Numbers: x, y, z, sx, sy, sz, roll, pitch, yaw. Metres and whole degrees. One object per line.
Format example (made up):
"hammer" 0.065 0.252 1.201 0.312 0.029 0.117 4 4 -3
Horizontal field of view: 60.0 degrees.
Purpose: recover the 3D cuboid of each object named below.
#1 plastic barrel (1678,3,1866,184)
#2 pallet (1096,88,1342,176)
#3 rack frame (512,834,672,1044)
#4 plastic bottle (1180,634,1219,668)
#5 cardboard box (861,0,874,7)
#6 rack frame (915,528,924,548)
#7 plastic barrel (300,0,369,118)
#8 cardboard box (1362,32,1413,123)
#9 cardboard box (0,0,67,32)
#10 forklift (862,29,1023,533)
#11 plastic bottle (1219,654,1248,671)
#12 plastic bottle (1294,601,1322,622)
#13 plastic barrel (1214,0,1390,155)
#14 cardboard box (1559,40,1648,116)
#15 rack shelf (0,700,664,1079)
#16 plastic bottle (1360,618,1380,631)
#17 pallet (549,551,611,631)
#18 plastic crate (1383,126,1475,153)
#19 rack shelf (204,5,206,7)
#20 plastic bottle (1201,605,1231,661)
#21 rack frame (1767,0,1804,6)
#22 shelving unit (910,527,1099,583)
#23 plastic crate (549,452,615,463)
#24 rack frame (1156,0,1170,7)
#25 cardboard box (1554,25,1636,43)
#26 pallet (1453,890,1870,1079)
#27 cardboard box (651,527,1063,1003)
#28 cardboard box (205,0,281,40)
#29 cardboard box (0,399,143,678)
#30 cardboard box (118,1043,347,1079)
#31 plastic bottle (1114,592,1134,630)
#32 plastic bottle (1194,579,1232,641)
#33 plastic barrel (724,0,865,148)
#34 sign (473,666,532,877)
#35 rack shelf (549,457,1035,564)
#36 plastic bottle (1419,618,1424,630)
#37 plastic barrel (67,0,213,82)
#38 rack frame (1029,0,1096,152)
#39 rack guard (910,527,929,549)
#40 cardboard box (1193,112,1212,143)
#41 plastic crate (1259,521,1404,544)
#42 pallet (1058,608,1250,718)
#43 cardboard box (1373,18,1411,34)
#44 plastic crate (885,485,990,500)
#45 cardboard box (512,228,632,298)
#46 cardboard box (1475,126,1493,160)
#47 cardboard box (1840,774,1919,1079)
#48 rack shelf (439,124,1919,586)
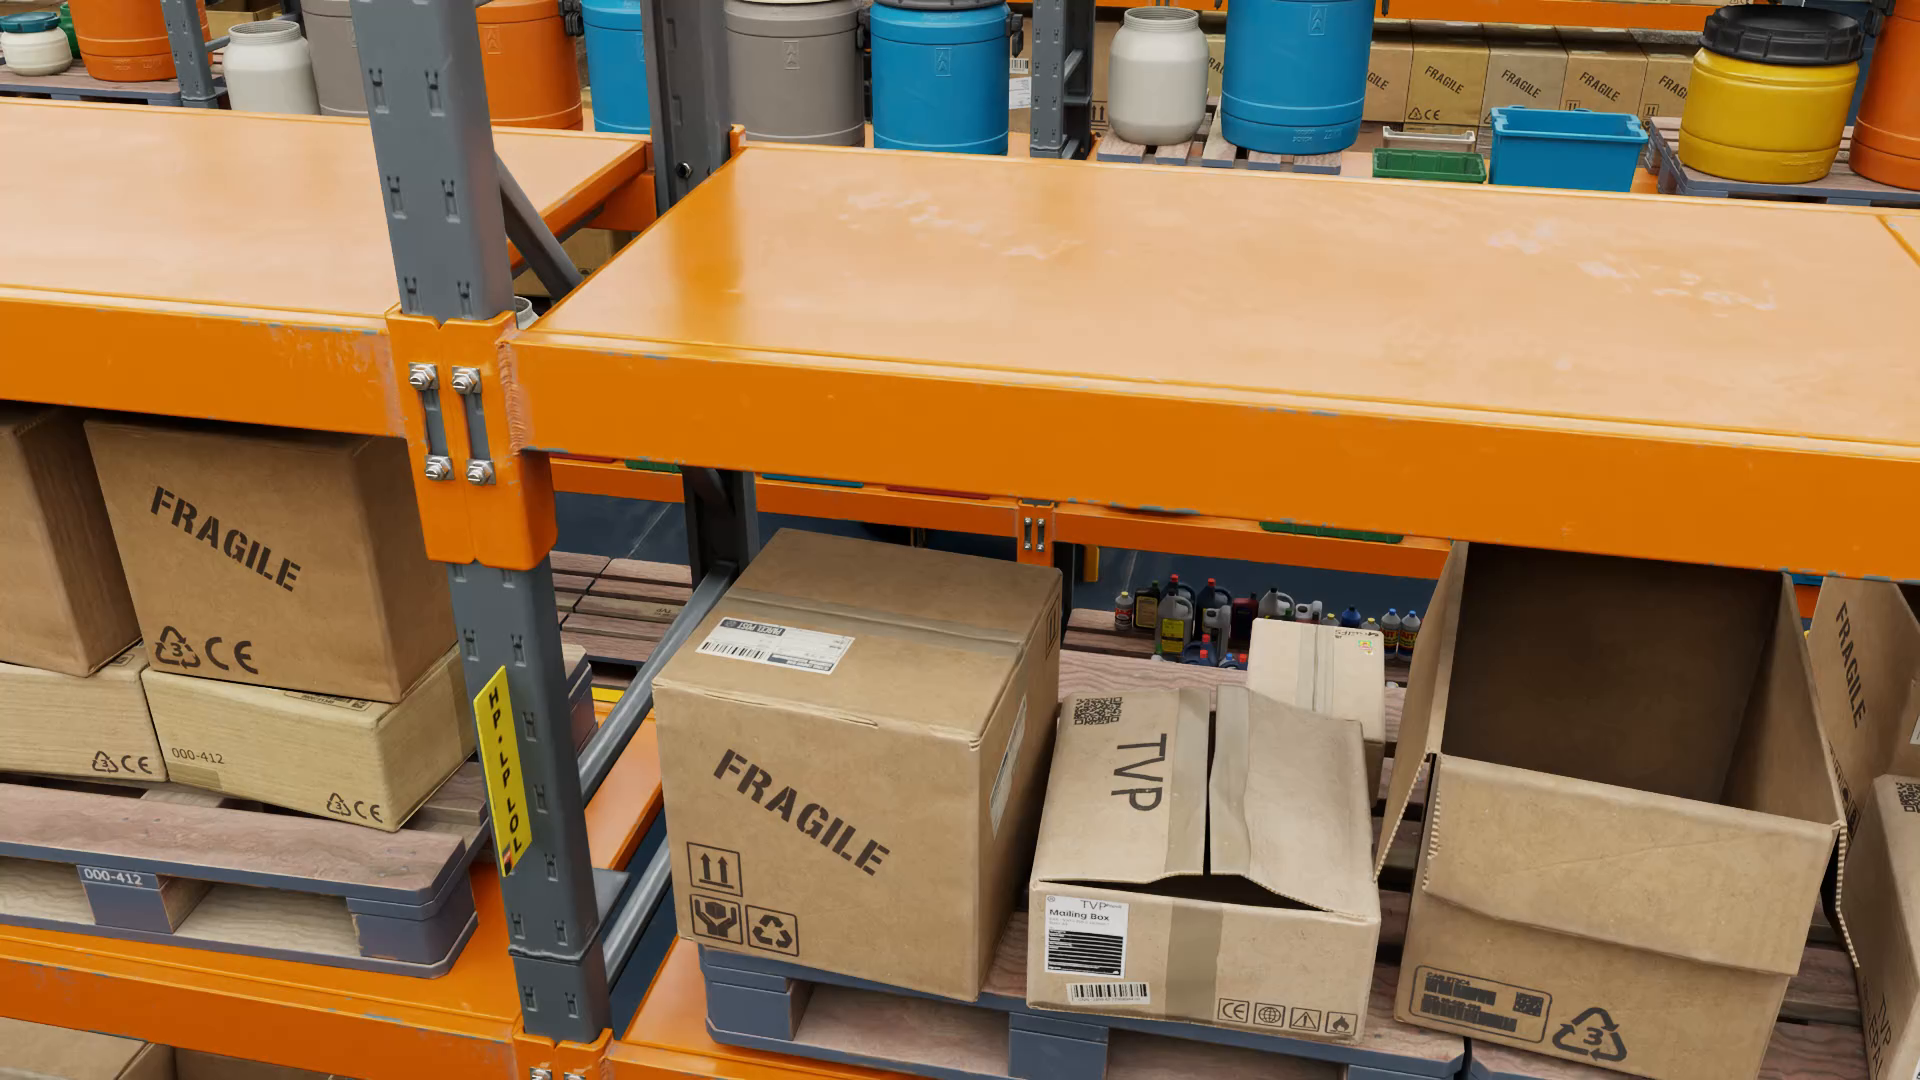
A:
"plastic barrel" 3.229 -1.788 6.635 0.600 0.588 0.600 0 29 0
"pallet" 1.184 -1.758 7.411 1.003 0.211 1.213 6 29 11
"rack frame" -0.580 1.774 3.886 0.127 3.000 1.000 6 29 11
"plastic bottle" 1.191 0.625 8.285 0.185 0.351 0.144 6 29 11
"cardboard box" -0.902 -5.470 17.014 0.500 0.500 0.500 6 29 11
"rack frame" -0.244 -0.516 9.631 0.032 1.500 0.500 -2 29 -3
"plastic barrel" -2.696 -2.304 7.690 0.600 0.901 0.600 0 29 0
"cardboard box" 2.858 -3.227 11.565 0.500 0.500 0.500 6 29 11
"cardboard box" -7.736 -4.345 14.128 0.500 0.500 0.500 5 29 9
"forklift" -0.513 -2.021 10.889 1.130 2.935 3.031 -9 30 -16
"plastic bottle" 1.346 0.712 8.127 0.185 0.351 0.144 5 29 8
"plastic bottle" 1.810 0.449 8.685 0.135 0.276 0.152 6 29 11
"plastic barrel" 1.409 -2.122 6.919 0.708 0.901 0.600 6 29 11
"cardboard box" 4.325 -3.076 11.290 0.500 0.500 0.500 6 29 11
"rack shelf" -2.536 0.573 3.705 4.000 0.370 1.077 6 29 11
"plastic bottle" 2.132 0.501 8.667 0.097 0.201 0.097 0 29 0
"pallet" -2.704 0.366 9.362 1.213 0.211 1.003 6 29 11
"plastic crate" 2.112 -1.781 7.530 0.396 0.136 0.243 6 29 11
"rack shelf" -7.152 -5.884 18.624 4.000 0.370 1.077 6 29 11
"plastic bottle" 1.330 0.470 8.645 0.135 0.276 0.152 6 29 11
"rack frame" 5.404 -2.477 11.651 0.127 3.000 1.000 6 29 11
"shelving unit" 0.254 -0.532 9.661 1.083 1.500 0.587 -2 29 -3
"plastic crate" -1.937 -0.675 8.293 0.583 0.464 0.402 6 29 11
"rack frame" 1.492 -2.878 12.383 0.127 3.000 1.000 6 29 11
"cardboard box" 4.436 -3.326 11.747 0.500 0.500 0.500 6 29 11
"pallet" 1.449 0.694 2.828 1.213 0.211 1.003 6 29 11
"cardboard box" -0.142 0.343 2.689 0.500 0.500 0.500 8 30 15
"cardboard box" -5.705 -4.104 13.474 0.637 0.503 0.797 5 29 9
"cardboard box" -1.737 -0.116 3.152 0.500 0.500 0.500 9 30 15
"cardboard box" -1.843 1.593 4.113 0.500 0.500 0.500 8 30 14
"plastic bottle" 0.878 0.373 8.902 0.097 0.201 0.097 0 29 0
"plastic bottle" 1.336 0.365 8.759 0.185 0.351 0.144 4 29 8
"plastic barrel" -0.724 -2.102 7.321 0.600 0.901 0.600 0 29 0
"sign" -0.684 0.349 2.499 0.005 0.325 0.100 6 29 11
"rack shelf" -1.498 -0.437 8.674 4.000 0.370 1.077 6 29 11
"plastic bottle" 2.444 0.488 8.605 0.133 0.283 0.061 6 29 11
"plastic barrel" -4.008 -2.700 8.049 0.708 0.830 0.600 6 29 11
"rack frame" 0.458 -3.183 6.694 0.127 3.000 1.000 6 29 11
"rack guard" -0.243 0.032 9.931 0.087 0.250 0.587 -2 29 -3
"cardboard box" 1.920 -2.978 12.152 0.500 0.500 0.875 6 29 11
"plastic crate" 1.727 -0.190 7.695 0.662 0.188 0.450 6 29 11
"pallet" 1.106 0.758 8.645 1.213 0.211 1.003 6 29 11
"cardboard box" 2.968 -3.475 12.018 0.500 0.500 0.500 6 29 11
"plastic crate" -0.079 -0.485 7.945 0.583 0.464 0.402 6 29 11
"cardboard box" -3.090 -2.610 13.670 0.875 0.875 1.225 5 29 8
"cardboard box" 3.878 -2.783 11.797 0.500 0.500 0.875 6 29 11
"cardboard box" 1.607 0.605 2.407 0.500 0.311 0.500 9 30 17
"rack shelf" 1.376 -0.166 2.348 4.000 0.370 1.077 6 29 11
